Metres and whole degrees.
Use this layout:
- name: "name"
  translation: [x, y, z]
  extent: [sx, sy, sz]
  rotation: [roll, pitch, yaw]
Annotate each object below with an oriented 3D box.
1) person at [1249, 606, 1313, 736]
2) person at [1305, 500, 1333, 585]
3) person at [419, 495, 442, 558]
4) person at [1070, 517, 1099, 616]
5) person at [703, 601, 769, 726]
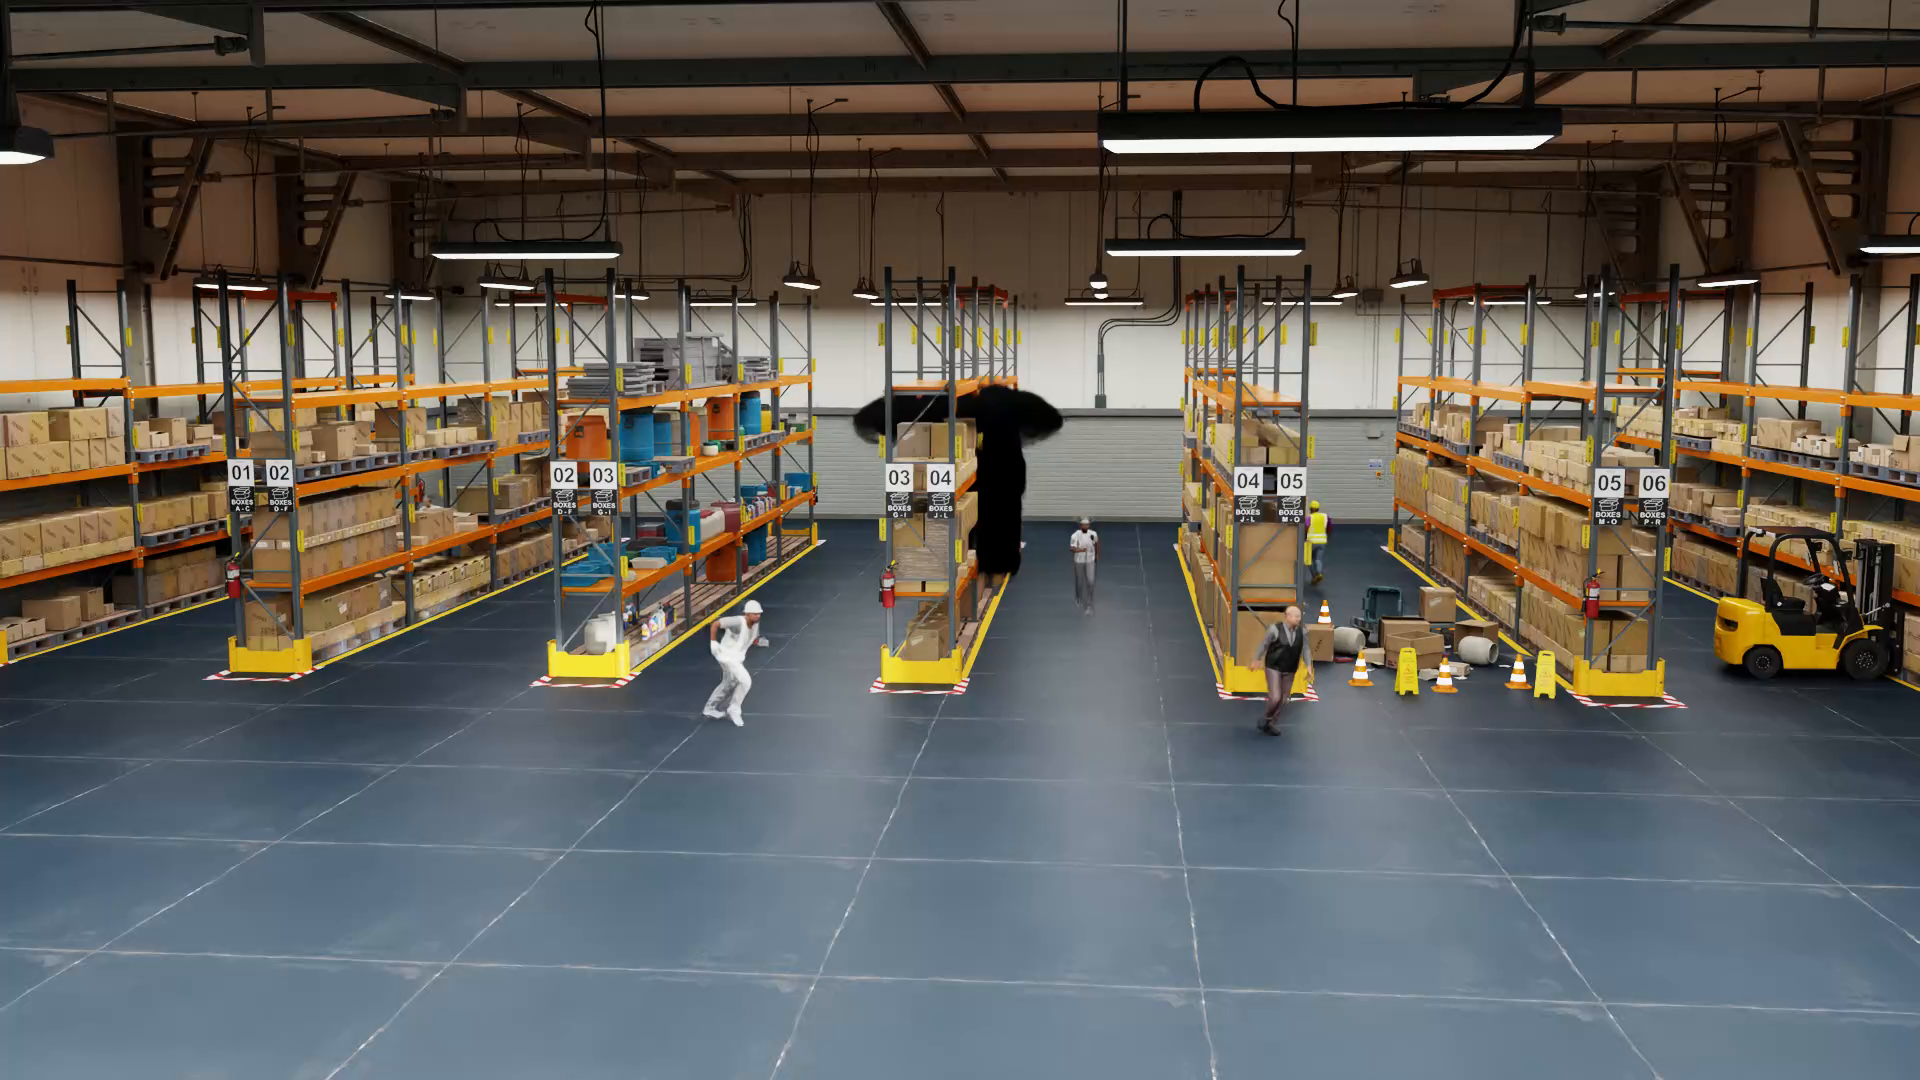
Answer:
- name: "person"
  translation: [4.071, 1.645, 20.900]
  extent: [0.650, 1.685, 0.641]
  rotation: [-3, 7, -20]
- name: "person"
  translation: [7.218, 0.090, 33.463]
  extent: [0.678, 1.739, 0.785]
  rotation: [-1, 7, -5]
- name: "person"
  translation: [-11.669, -0.227, 36.718]
  extent: [0.604, 1.569, 0.745]
  rotation: [-1, 7, -6]
- name: "person"
  translation: [2.224, 0.435, 29.652]
  extent: [0.555, 1.748, 0.849]
  rotation: [0, 7, -2]
- name: "person"
  translation: [-2.949, 1.596, 21.525]
  extent: [0.992, 1.679, 0.727]
  rotation: [3, 8, 27]
